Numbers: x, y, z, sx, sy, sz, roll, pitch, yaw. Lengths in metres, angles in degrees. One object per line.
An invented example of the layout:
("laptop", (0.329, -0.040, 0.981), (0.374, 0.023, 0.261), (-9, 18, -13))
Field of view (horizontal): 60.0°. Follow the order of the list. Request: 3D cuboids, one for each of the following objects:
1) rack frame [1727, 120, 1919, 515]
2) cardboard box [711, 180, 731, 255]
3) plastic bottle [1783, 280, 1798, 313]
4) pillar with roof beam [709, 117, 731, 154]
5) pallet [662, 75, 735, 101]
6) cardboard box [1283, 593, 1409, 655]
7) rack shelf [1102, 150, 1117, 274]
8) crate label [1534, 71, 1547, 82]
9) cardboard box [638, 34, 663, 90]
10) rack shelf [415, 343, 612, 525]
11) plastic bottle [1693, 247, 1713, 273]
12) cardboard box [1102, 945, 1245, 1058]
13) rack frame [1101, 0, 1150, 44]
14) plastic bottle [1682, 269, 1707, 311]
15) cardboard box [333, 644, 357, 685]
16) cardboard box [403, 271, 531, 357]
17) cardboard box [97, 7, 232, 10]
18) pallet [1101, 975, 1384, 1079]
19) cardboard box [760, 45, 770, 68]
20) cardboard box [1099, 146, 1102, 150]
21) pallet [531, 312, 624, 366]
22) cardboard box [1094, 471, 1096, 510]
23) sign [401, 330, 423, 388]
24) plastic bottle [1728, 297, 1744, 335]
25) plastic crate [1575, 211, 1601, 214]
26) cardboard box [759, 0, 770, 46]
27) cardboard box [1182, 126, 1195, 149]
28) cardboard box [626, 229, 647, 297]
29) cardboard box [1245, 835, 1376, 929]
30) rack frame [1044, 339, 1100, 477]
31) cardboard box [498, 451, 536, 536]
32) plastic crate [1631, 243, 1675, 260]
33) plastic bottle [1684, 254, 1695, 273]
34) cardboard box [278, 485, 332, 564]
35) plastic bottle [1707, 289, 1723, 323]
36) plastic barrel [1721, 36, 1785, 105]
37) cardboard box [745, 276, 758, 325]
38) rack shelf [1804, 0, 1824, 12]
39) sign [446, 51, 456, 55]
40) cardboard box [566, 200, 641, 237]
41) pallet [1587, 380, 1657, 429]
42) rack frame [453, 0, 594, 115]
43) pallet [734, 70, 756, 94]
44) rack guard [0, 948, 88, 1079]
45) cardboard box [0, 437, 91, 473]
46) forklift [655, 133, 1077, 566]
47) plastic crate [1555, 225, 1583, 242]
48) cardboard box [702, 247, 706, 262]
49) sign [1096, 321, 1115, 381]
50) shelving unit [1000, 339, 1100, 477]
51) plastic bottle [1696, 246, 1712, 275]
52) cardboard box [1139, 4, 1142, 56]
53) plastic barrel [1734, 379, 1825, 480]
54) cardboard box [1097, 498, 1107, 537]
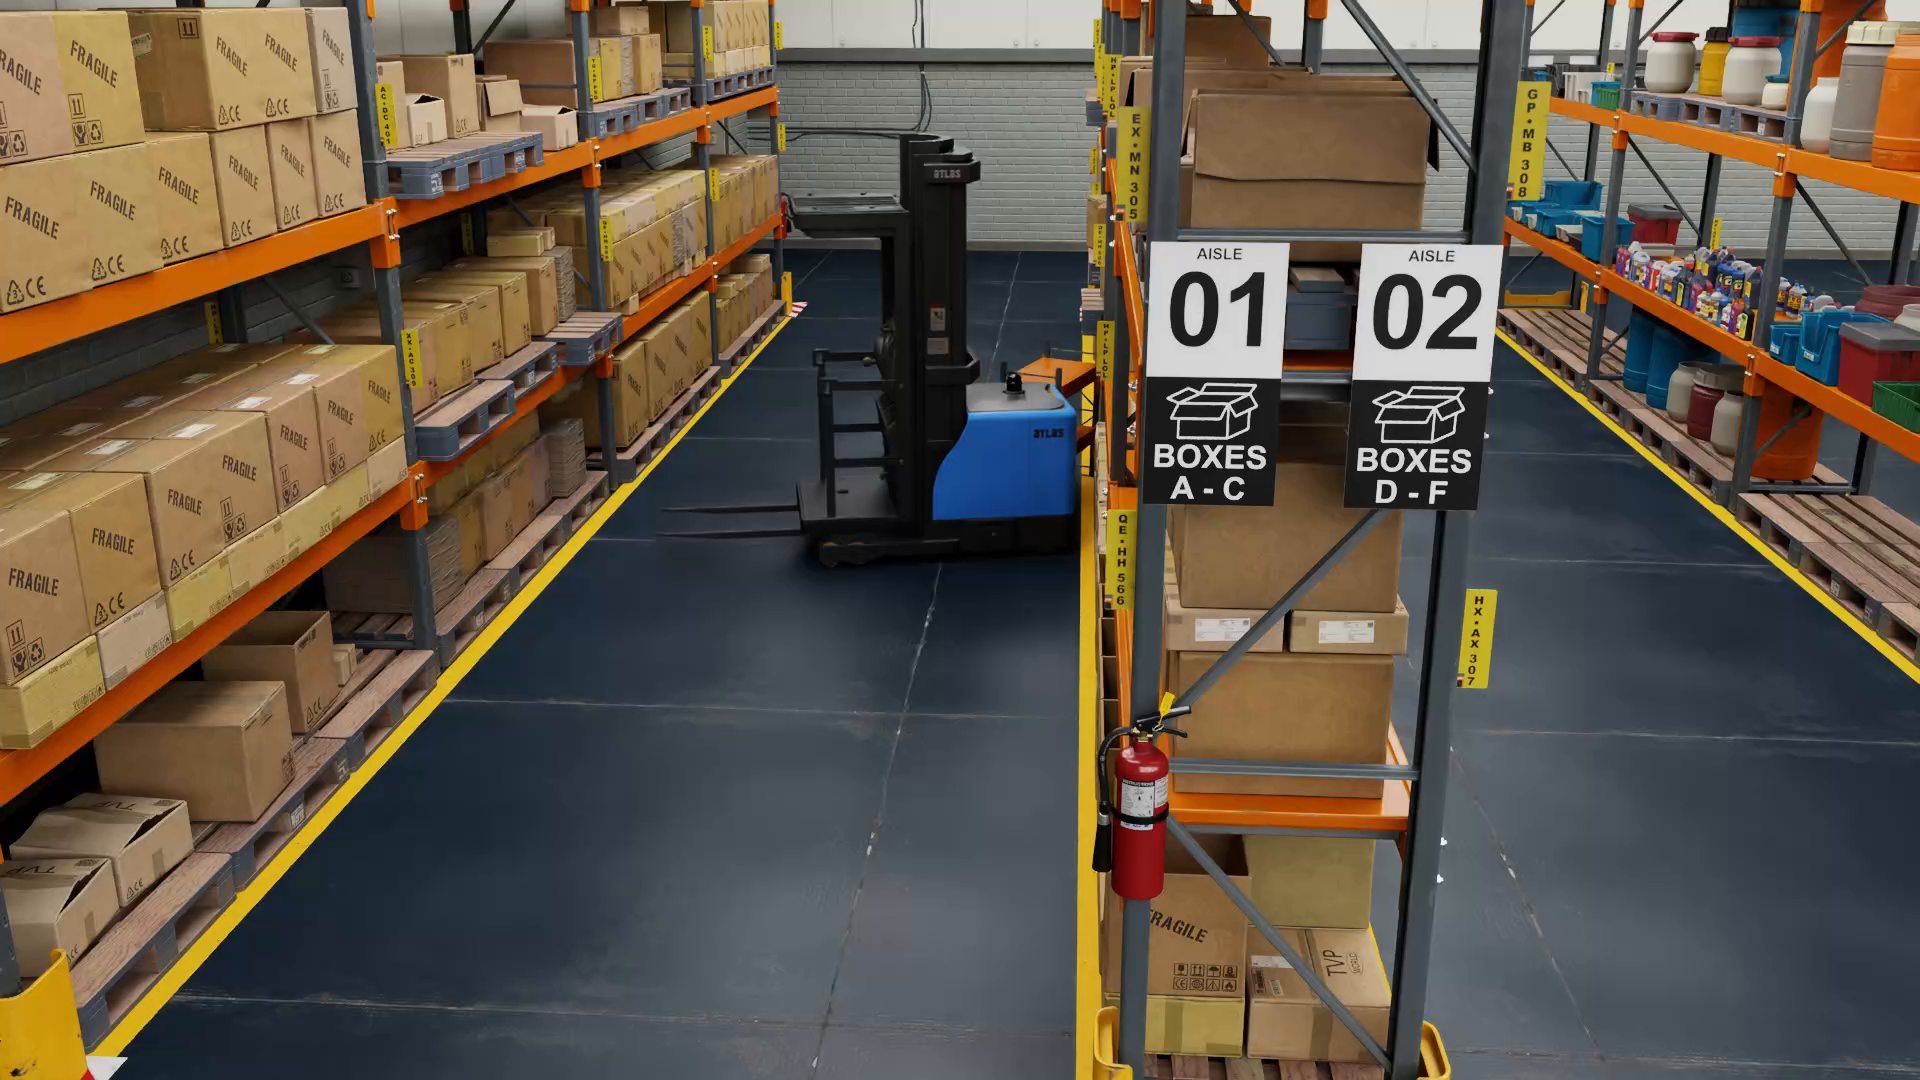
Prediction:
("rack frame", (6.558, -1.631, 12.583), (1.000, 3.000, 0.127), (1, 18, 4))
("cardboard box", (-2.982, -3.405, 17.516), (0.980, 0.700, 0.700), (2, 18, 5))
("plastic bottle", (7.040, -2.060, 14.081), (0.061, 0.283, 0.133), (1, 18, 4))
("pillar with roof beam", (0.875, -7.949, 22.231), (9.100, 9.000, 0.400), (1, 18, 4))
("pallet", (-2.968, -4.731, 17.371), (1.003, 0.211, 1.213), (1, 18, 4))
("cardboard box", (1.287, 0.269, 5.582), (0.380, 0.149, 0.250), (1, 18, 4))
("rack shelf", (1.474, -2.205, 10.673), (1.077, 0.370, 4.000), (1, 18, 4))
("crate label", (6.743, -5.191, 18.869), (0.408, 0.251, 0.502), (1, 18, 4))
("cardboard box", (-3.209, -4.505, 15.671), (0.700, 0.500, 0.500), (0, 18, 1))
("rack shelf", (-3.467, -0.889, 11.474), (1.077, 0.370, 4.000), (1, 18, 4))
("plastic bottle", (7.139, -2.685, 15.998), (0.152, 0.276, 0.135), (1, 18, 4))
("cardboard box", (0.788, 1.676, 6.232), (0.500, 0.250, 0.500), (1, 18, 4))
("rack frame", (2.191, -7.078, 19.572), (1.000, 3.000, 0.127), (1, 18, 4))
("plastic bottle", (6.296, -2.146, 14.234), (0.144, 0.351, 0.185), (1, 18, 4))
("cardboard box", (-3.619, 0.694, 9.330), (0.380, 0.166, 0.250), (-1, 18, -3))
("cardboard box", (-3.414, -1.575, 11.545), (0.700, 0.500, 0.500), (1, 18, 4))
("cardboard box", (-3.930, -2.421, 8.380), (0.500, 0.500, 0.500), (2, 18, 5))
("pallet", (1.057, 1.829, 6.503), (1.003, 0.211, 1.213), (1, 18, 4))
("cardboard box", (-2.538, -5.705, 19.604), (0.500, 0.250, 0.500), (2, 18, 6))
("cardboard box", (1.753, -3.986, 18.004), (0.500, 0.500, 0.500), (1, 18, 4))
("pallet", (-3.268, -1.537, 12.605), (1.213, 0.211, 1.003), (1, 18, 4))
("cardboard box", (1.252, -0.323, 12.334), (0.500, 0.250, 0.500), (1, 18, 2))
("sign", (-3.069, -1.011, 9.302), (0.100, 0.325, 0.005), (1, 18, 4))
("plastic bottle", (6.178, -1.782, 13.232), (0.061, 0.283, 0.133), (1, 18, 4))
("plastic crate", (7.254, -3.761, 19.412), (0.396, 0.136, 0.243), (1, 18, 4))
("cardboard box", (-2.530, -6.061, 19.487), (0.500, 0.500, 0.500), (1, 18, 4))
("cardboard box", (0.904, -1.443, 6.437), (0.500, 0.311, 0.500), (3, 18, 10))
("cardboard box", (-2.987, -2.358, 14.132), (0.500, 0.500, 0.500), (2, 18, 6))
("cardboard box", (1.338, 1.176, 6.554), (0.500, 0.500, 0.500), (1, 18, 4))
("rack frame", (0.922, -1.106, 13.961), (0.500, 1.125, 0.032), (9, 20, 21))
("cardboard box", (-3.483, -0.336, 11.939), (0.700, 0.500, 0.500), (1, 18, 4))
("plastic crate", (7.021, -2.918, 16.837), (0.396, 0.136, 0.243), (1, 18, 4))
("plastic bottle", (7.013, -2.646, 16.000), (0.097, 0.201, 0.097), (0, 18, 0))
("cardboard box", (-3.407, -0.083, 8.068), (0.500, 0.250, 0.500), (1, 18, 4))
("plastic bottle", (6.232, -1.933, 13.711), (0.097, 0.271, 0.097), (0, 18, 0))
("plastic barrel", (6.535, -3.874, 13.720), (0.433, 0.535, 0.433), (0, 18, 0))
("cardboard box", (-2.772, -2.817, 19.543), (0.700, 0.500, 0.500), (1, 18, 2))
("rack shelf", (6.415, -3.329, 9.927), (1.077, 0.370, 4.000), (1, 18, 4))
("sign", (-3.877, -3.576, 12.744), (0.100, 0.325, 0.005), (1, 18, 4))
("cardboard box", (-2.996, -2.709, 13.998), (0.500, 0.250, 0.500), (1, 18, 3))
("pallet", (6.748, -1.309, 16.080), (1.003, 0.211, 1.213), (1, 18, 4))
("rack frame", (-3.324, -4.703, 12.324), (1.000, 3.000, 0.127), (1, 18, 4))
("pallet", (-2.878, -5.109, 18.524), (1.003, 0.211, 1.213), (1, 18, 4))
("rack guard", (-3.892, 1.797, 6.136), (1.175, 0.500, 0.348), (1, 18, 4))
("cardboard box", (-3.997, -0.130, 7.007), (0.500, 0.500, 0.500), (1, 18, 2))
("forklift", (-0.710, -1.381, 11.931), (3.031, 2.935, 1.130), (-2, 18, -7))
("plastic crate", (6.670, -3.324, 18.077), (0.293, 0.136, 0.466), (1, 18, 4))
("cardboard box", (-2.779, -2.873, 16.745), (0.380, 0.149, 0.250), (1, 18, 4))
("sign", (0.789, -1.022, 8.992), (0.100, 0.325, 0.005), (1, 18, 4))
("shelving unit", (0.727, -0.965, 13.513), (0.538, 1.125, 1.048), (9, 20, 21))
("plastic bottle", (6.961, -2.560, 15.498), (0.144, 0.351, 0.185), (1, 18, 4))
("cardboard box", (1.728, -4.143, 13.665), (0.500, 0.500, 0.500), (1, 18, 4))
("plastic barrel", (6.576, -0.951, 13.320), (0.600, 0.830, 0.708), (1, 18, 4))
("cardboard box", (1.143, -0.109, 10.778), (0.500, 0.311, 0.500), (1, 18, 4))
